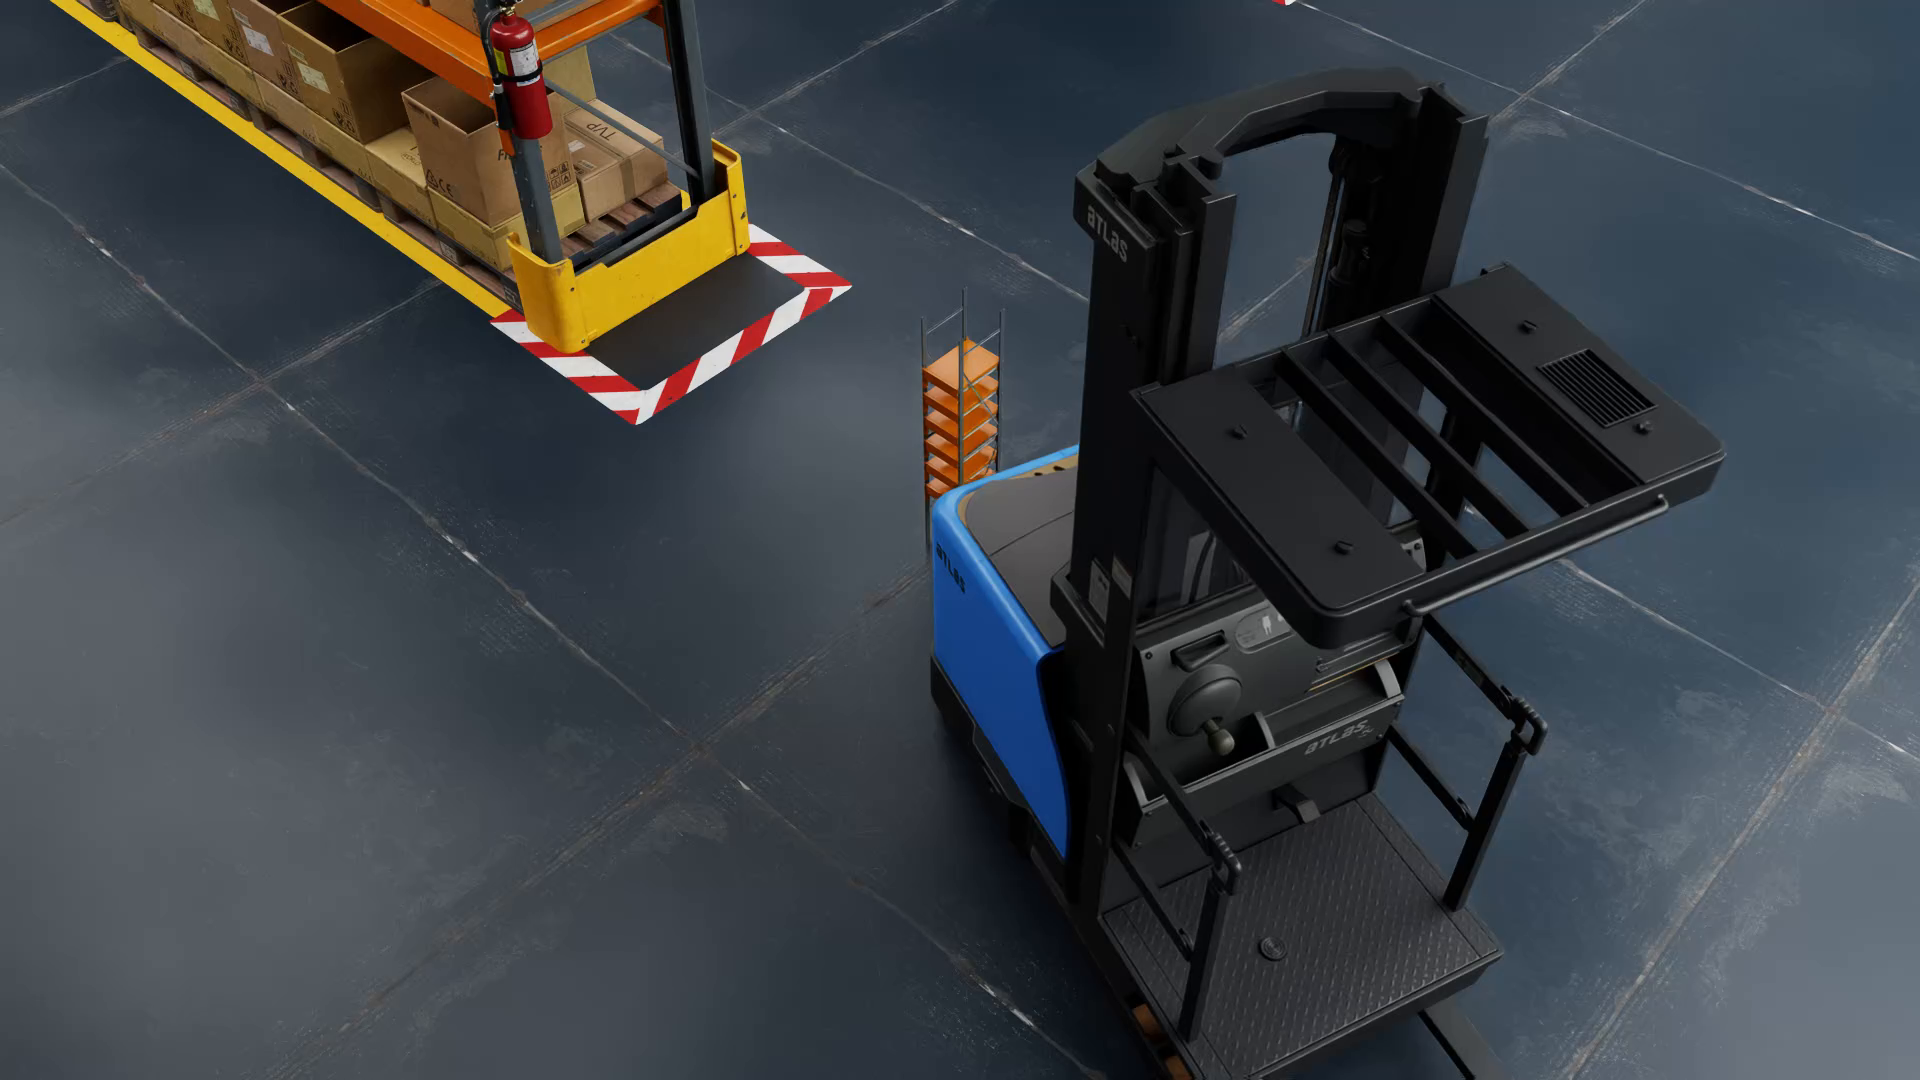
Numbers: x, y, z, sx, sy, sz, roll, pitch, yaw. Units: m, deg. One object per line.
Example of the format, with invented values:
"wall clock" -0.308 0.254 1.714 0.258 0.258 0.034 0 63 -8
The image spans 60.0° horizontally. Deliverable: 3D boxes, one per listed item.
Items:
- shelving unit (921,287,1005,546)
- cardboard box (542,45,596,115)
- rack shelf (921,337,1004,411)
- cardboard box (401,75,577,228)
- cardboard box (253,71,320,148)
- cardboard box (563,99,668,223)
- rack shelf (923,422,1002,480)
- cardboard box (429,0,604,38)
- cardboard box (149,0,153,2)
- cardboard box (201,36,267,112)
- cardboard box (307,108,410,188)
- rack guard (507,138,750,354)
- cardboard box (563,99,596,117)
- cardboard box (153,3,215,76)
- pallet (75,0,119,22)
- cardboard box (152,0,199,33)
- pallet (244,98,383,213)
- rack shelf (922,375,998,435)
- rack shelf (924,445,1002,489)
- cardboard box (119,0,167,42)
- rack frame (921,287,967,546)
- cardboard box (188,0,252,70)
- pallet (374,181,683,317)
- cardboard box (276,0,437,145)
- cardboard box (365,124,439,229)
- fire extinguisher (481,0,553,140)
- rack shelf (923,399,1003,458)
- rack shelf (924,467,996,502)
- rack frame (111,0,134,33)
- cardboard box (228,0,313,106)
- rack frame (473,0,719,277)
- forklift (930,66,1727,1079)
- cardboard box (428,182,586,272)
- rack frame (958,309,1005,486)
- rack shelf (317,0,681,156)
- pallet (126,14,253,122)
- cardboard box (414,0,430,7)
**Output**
"shelving unit" 0.011 -0.404 6.414 0.189 1.200 0.258 34 55 28
"cardboard box" -2.163 -2.364 8.105 0.500 0.500 0.500 34 55 28
"rack shelf" 0.011 -0.620 6.184 0.180 0.103 0.258 34 55 28
"cardboard box" -2.147 -1.840 7.612 0.500 0.500 0.500 34 55 28
"cardboard box" -3.256 -2.319 8.577 0.500 0.250 0.500 34 55 28
"cardboard box" -1.794 -1.861 8.147 0.500 0.250 0.500 34 55 28
"rack shelf" 0.011 -0.373 6.447 0.180 0.103 0.258 34 55 28
"cardboard box" -1.885 -2.546 7.123 0.500 0.500 0.700 34 55 28
"cardboard box" -4.362 -3.315 8.997 0.500 0.500 0.500 34 55 28
"cardboard box" -3.627 -2.563 8.806 0.500 0.250 0.500 34 55 28
"cardboard box" -2.889 -2.071 8.344 0.500 0.250 0.500 34 55 28
"rack guard" -1.533 -1.407 7.837 0.348 0.500 1.175 34 55 28
"cardboard box" -2.164 -2.107 8.377 0.500 0.250 0.500 34 55 28
"cardboard box" -3.991 -2.813 9.040 0.500 0.250 0.500 34 55 28
"pallet" -5.058 -3.641 10.133 1.213 0.211 1.003 34 55 28
"cardboard box" -3.989 -3.072 8.769 0.500 0.500 0.500 34 55 28
"pallet" -3.033 -2.279 8.853 1.213 0.211 1.003 34 55 28
"rack shelf" 0.011 -0.537 6.272 0.180 0.103 0.258 34 55 28
"rack shelf" 0.011 -0.291 6.534 0.180 0.103 0.258 34 55 28
"cardboard box" -4.355 -3.063 9.275 0.500 0.250 0.500 34 55 28
"rack frame" -0.057 -0.449 6.457 0.006 1.200 0.240 34 55 28
"cardboard box" -3.627 -2.820 8.533 0.500 0.500 0.500 34 55 28
"pallet" -2.141 -1.676 8.287 1.213 0.211 1.003 34 55 28
"cardboard box" -2.892 -2.326 8.069 0.500 0.500 0.500 34 55 28
"cardboard box" -2.521 -1.825 8.112 0.500 0.250 0.500 34 55 28
"fire extinguisher" -1.779 -1.941 6.676 0.183 0.674 0.296 34 55 28
"rack shelf" 0.011 -0.455 6.359 0.180 0.103 0.258 34 55 28
"rack shelf" 0.011 -0.209 6.622 0.180 0.103 0.258 34 55 28
"rack frame" -4.490 -4.252 8.794 0.127 3.000 1.000 34 55 28
"cardboard box" -3.258 -2.574 8.301 0.500 0.500 0.500 34 55 28
"rack frame" -1.551 -2.275 6.937 0.127 3.000 1.000 34 55 28
"forklift" 1.003 0.388 4.484 1.130 2.935 3.031 -20 50 -18
"cardboard box" -2.145 -1.584 7.886 0.500 0.250 0.500 34 55 28
"rack frame" 0.078 -0.358 6.372 0.006 1.200 0.240 34 55 28
"rack shelf" -3.021 -3.017 8.127 4.000 0.370 1.077 34 55 28
"pallet" -3.934 -2.882 9.420 1.213 0.211 1.003 34 55 28
"cardboard box" -2.274 -2.804 7.365 0.500 0.500 0.700 35 56 29
